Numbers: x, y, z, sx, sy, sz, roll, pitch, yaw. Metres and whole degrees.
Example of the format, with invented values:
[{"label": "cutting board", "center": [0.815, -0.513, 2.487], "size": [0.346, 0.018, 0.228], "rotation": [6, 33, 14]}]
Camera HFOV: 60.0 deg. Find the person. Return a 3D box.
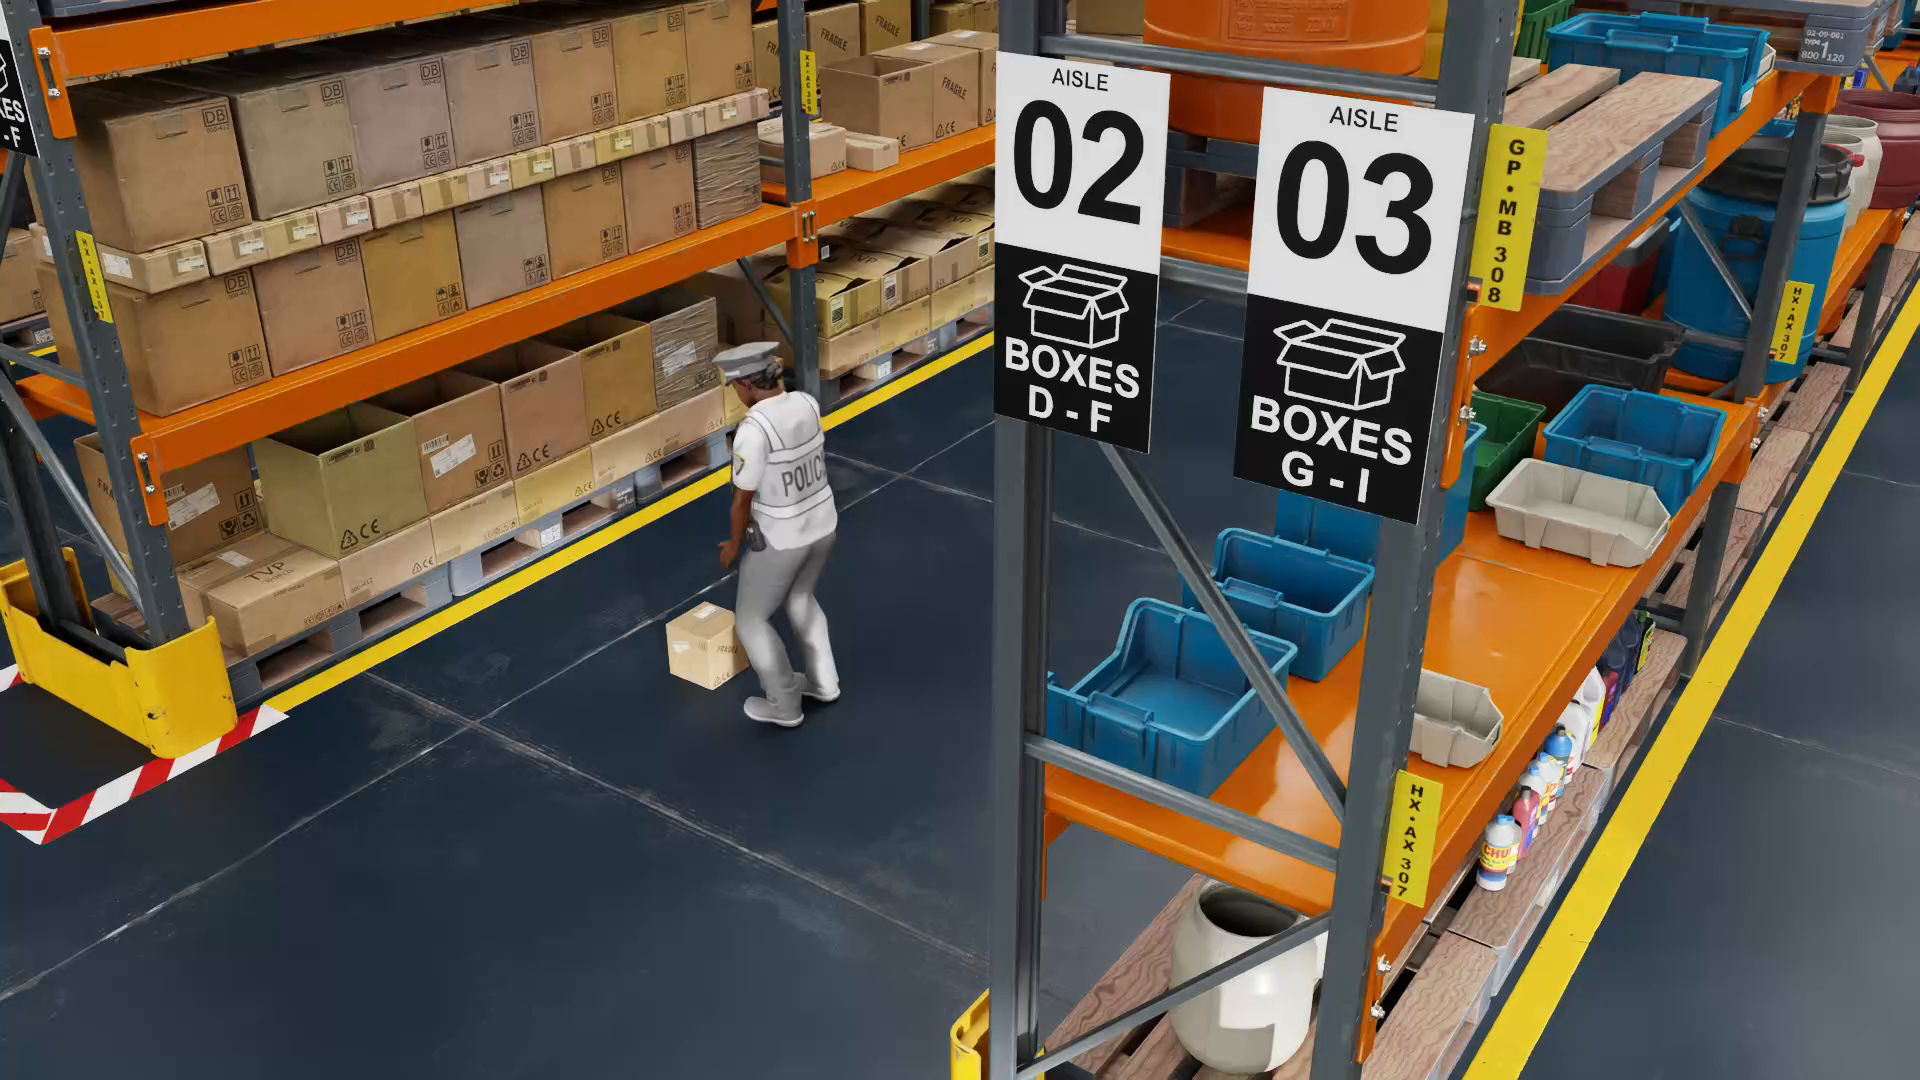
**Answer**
[{"label": "person", "center": [-0.740, -0.010, 6.695], "size": [0.442, 1.624, 0.457], "rotation": [18, 32, 32]}]
